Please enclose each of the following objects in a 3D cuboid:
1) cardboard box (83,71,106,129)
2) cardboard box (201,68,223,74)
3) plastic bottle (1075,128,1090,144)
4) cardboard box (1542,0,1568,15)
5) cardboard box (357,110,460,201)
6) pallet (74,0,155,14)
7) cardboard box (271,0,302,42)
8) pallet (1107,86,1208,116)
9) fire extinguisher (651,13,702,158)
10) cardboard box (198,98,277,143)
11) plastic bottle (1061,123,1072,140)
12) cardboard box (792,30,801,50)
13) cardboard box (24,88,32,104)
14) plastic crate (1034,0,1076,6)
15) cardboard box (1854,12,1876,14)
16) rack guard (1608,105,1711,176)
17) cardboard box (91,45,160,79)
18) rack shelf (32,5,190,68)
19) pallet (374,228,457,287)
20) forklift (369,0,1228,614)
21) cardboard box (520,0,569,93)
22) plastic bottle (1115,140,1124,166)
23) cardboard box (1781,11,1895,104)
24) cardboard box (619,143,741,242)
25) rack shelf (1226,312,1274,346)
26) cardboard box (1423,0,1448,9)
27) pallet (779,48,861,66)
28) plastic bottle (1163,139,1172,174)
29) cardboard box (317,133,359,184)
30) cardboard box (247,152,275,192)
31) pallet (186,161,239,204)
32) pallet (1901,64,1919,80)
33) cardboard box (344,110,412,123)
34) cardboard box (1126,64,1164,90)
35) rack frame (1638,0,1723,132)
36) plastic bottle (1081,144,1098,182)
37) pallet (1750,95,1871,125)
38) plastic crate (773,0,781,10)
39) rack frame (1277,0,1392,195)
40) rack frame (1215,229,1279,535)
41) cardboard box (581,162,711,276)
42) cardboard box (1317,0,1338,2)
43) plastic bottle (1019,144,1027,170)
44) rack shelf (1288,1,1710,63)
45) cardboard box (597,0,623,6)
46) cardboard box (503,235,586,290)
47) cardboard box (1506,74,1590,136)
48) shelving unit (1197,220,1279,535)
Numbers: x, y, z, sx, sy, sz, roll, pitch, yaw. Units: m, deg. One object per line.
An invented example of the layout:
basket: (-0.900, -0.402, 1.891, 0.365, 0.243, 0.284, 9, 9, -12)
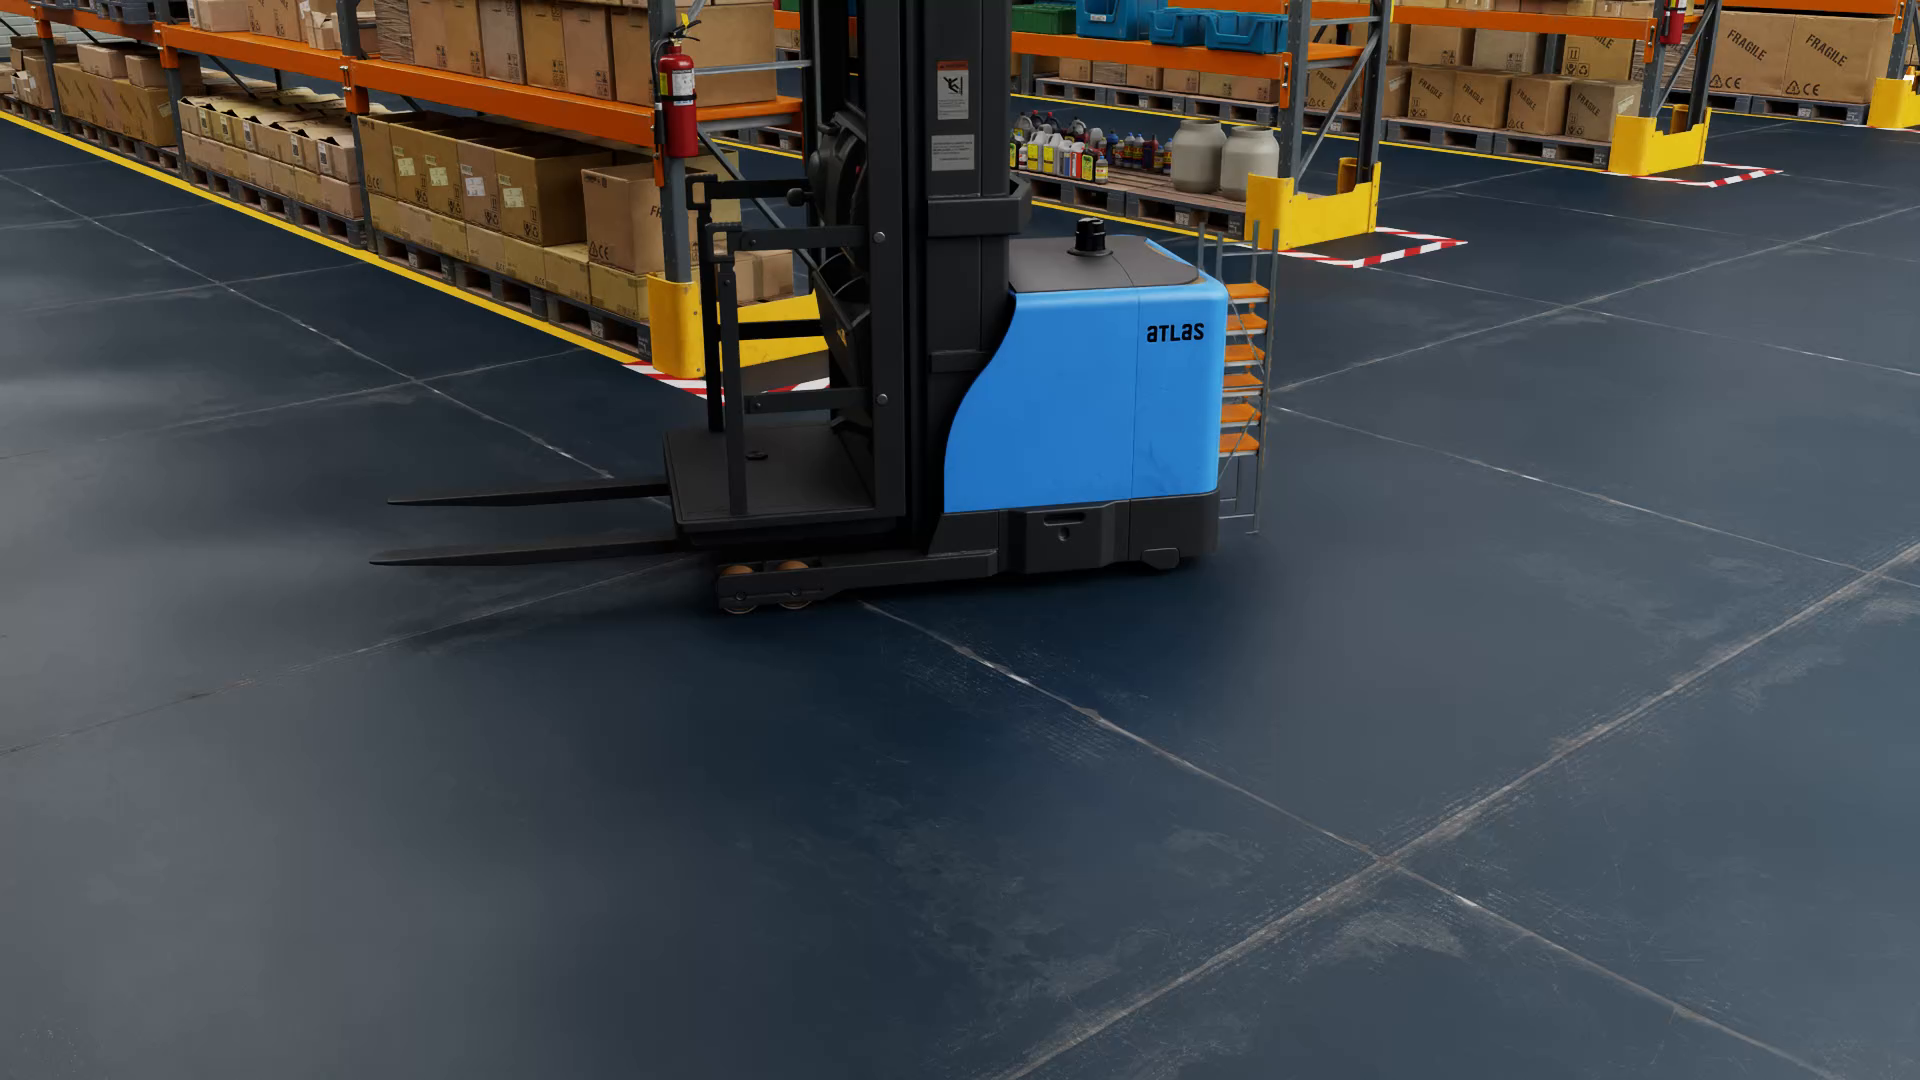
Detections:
cardboard box: (-8.141, -4.294, 16.158, 0.500, 0.500, 0.500, -17, 27, -37)
cardboard box: (-7.433, -4.285, 16.135, 0.500, 0.500, 0.500, -19, 28, -39)
plastic bottle: (1.026, -3.314, 13.954, 0.061, 0.283, 0.133, -17, 27, -37)
cardboard box: (5.532, -4.882, 15.181, 0.380, 0.149, 0.250, -17, 27, -37)
cardboard box: (-3.662, -2.581, 11.126, 0.500, 0.500, 0.500, -17, 27, -37)
pallet: (-7.611, -5.071, 15.581, 1.003, 0.211, 1.213, -17, 27, -37)
cardboard box: (-4.887, -4.066, 12.614, 0.500, 0.500, 0.500, -17, 27, -37)
pallet: (2.470, -5.130, 19.292, 1.003, 0.211, 1.213, -17, 27, -37)
fire extinguisher: (-1.391, -2.235, 8.182, 0.296, 0.674, 0.183, -17, 27, -37)
cardboard box: (-5.869, -3.443, 13.586, 0.500, 0.311, 0.500, -18, 28, -39)
plastic bottle: (0.930, -3.440, 14.275, 0.061, 0.283, 0.133, -15, 26, -34)
cardboard box: (-1.812, -7.494, 23.842, 0.875, 0.875, 0.875, -17, 27, -37)
cardboard box: (-9.826, -4.786, 17.896, 0.380, 0.149, 0.250, -17, 27, -37)
plastic crate: (0.956, -4.387, 13.775, 0.499, 0.251, 0.616, -17, 27, -37)
cardboard box: (12.164, -6.984, 22.368, 0.500, 0.500, 0.500, -16, 26, -35)
rack guard: (6.342, -3.628, 15.062, 1.175, 0.500, 0.348, -17, 27, -37)
cardboard box: (-7.837, -4.513, 15.689, 0.500, 0.250, 0.500, -18, 28, -38)
rack shelf: (-7.644, -4.842, 15.719, 1.077, 0.370, 4.000, -17, 27, -37)
pallet: (-3.240, -1.991, 11.278, 1.003, 0.211, 1.213, -17, 27, -37)
forklift: (-0.608, -1.316, 5.826, 3.031, 2.935, 1.130, -5, 22, -11)
cardboard box: (-2.077, -2.875, 9.574, 0.700, 0.500, 0.500, -17, 27, -37)
plastic bottle: (1.338, -3.219, 13.823, 0.097, 0.201, 0.097, 0, 21, 0)
cardboard box: (9.722, -5.302, 18.245, 0.875, 0.875, 0.875, -17, 27, -37)
cardboard box: (-1.625, -2.017, 9.687, 0.500, 0.500, 0.500, -17, 27, -37)
rack shelf: (1.035, -0.790, 6.319, 0.258, 0.103, 0.180, -5, 22, -13)
cardboard box: (4.682, -5.217, 16.035, 0.380, 0.149, 0.250, -17, 27, -37)
pallet: (-1.879, -7.017, 24.110, 1.003, 0.211, 1.213, -17, 27, -37)
plastic bottle: (1.692, -3.102, 13.428, 0.097, 0.271, 0.097, 0, 21, 0)
cardboard box: (-4.209, -2.739, 11.790, 0.500, 0.311, 0.500, -17, 27, -37)
cardboard box: (-5.212, -2.902, 12.975, 0.500, 0.250, 0.500, -17, 27, -36)
pallet: (-5.830, -3.089, 14.081, 1.003, 0.211, 1.213, -17, 27, -37)
pallet: (12.553, -6.423, 22.592, 1.003, 0.211, 1.213, -17, 27, -37)
cardboard box: (-4.470, -3.151, 12.842, 0.500, 0.311, 0.500, -19, 28, -39)
cardboard box: (2.369, -5.537, 19.331, 0.700, 0.500, 0.500, -15, 26, -33)
rack frame: (6.391, -4.771, 14.552, 1.000, 3.000, 0.127, -17, 27, -37)
plastic bottle: (1.018, -2.963, 13.057, 0.061, 0.283, 0.133, -17, 27, -36)
pallet: (9.633, -4.828, 18.521, 1.003, 0.211, 1.213, -17, 27, -37)
plastic crate: (-1.760, -5.313, 15.848, 0.402, 0.464, 0.583, -17, 27, -37)
rack frame: (2.639, -3.592, 11.542, 1.000, 3.000, 0.127, -17, 27, -37)
rack frame: (1.057, -0.575, 6.308, 0.240, 1.200, 0.006, -5, 22, -13)
cardboard box: (-1.692, -1.756, 9.019, 0.500, 0.500, 0.500, -17, 27, -37)
cardboard box: (3.846, -5.556, 16.901, 0.380, 0.149, 0.250, -17, 27, -37)
plastic bottle: (0.531, -3.141, 13.625, 0.097, 0.201, 0.097, 0, 21, 0)
rack shelf: (5.086, -4.989, 16.094, 1.077, 0.370, 4.000, -17, 27, -37)
cardboard box: (-1.682, -2.895, 8.735, 0.380, 0.149, 0.250, -17, 27, -36)
cardboard box: (-2.353, -1.680, 9.855, 0.500, 0.250, 0.500, -17, 27, -37)
cardboard box: (5.580, -4.136, 15.783, 0.500, 0.500, 0.500, -10, 23, -24)
shelving unit: (1.035, -0.608, 6.390, 0.258, 1.200, 0.189, -5, 22, -13)
